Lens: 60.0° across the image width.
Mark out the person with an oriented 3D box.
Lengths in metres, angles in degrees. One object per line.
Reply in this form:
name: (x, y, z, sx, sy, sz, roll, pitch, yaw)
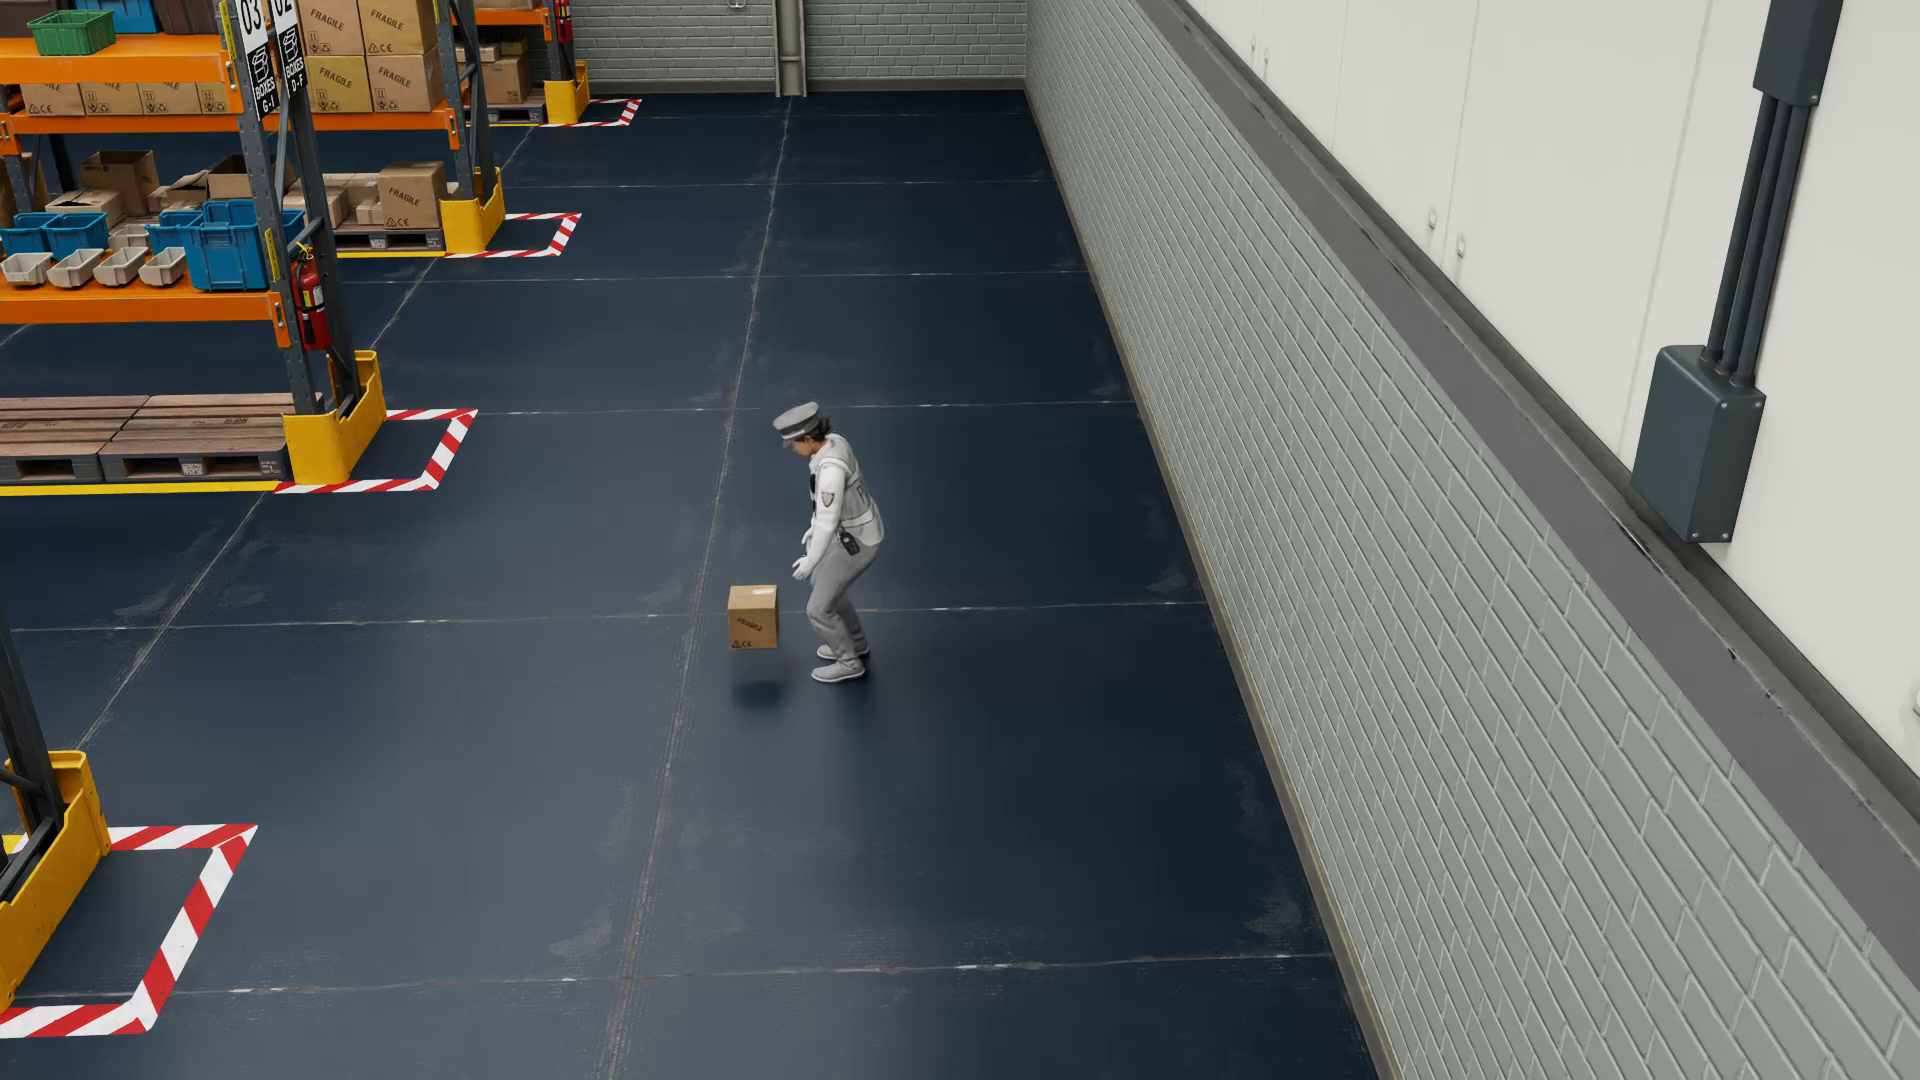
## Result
person: (-0.671, 0.017, 8.713, 0.548, 1.559, 0.520, -1, 28, -2)
